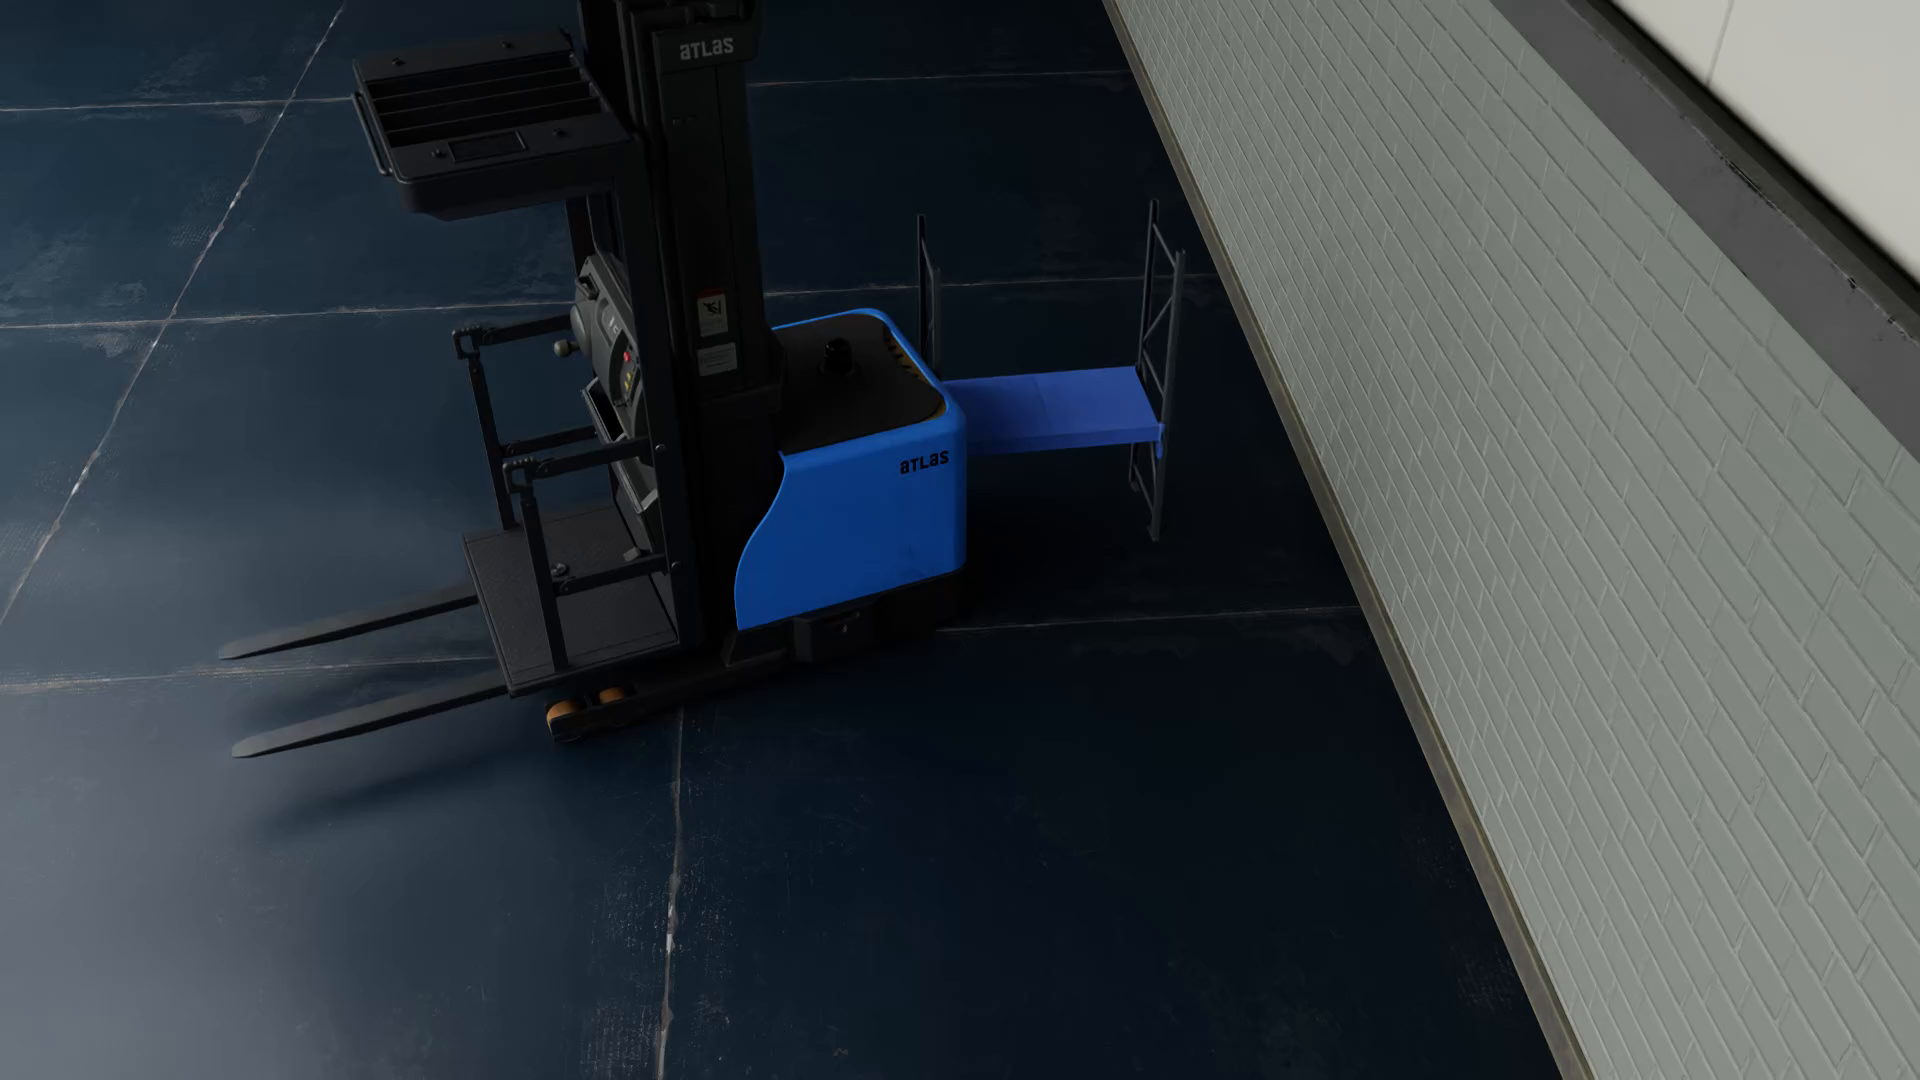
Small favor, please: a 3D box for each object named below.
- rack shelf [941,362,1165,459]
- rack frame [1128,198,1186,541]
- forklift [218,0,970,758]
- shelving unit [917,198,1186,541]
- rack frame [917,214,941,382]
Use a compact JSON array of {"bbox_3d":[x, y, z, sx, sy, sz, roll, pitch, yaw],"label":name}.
[{"bbox_3d":[0.373,-0.551,7.528,1.000,0.185,0.538,-5,39,-7],"label":"rack shelf"},{"bbox_3d":[0.876,-0.738,7.474,0.032,1.500,0.500,-5,39,-7],"label":"rack frame"},{"bbox_3d":[-1.522,-0.712,6.286,3.031,2.935,1.130,-15,41,-18],"label":"forklift"},{"bbox_3d":[0.373,-0.692,7.417,1.048,1.500,0.538,-5,39,-7],"label":"shelving unit"},{"bbox_3d":[-0.130,-0.647,7.359,0.032,1.500,0.500,-5,39,-7],"label":"rack frame"}]
